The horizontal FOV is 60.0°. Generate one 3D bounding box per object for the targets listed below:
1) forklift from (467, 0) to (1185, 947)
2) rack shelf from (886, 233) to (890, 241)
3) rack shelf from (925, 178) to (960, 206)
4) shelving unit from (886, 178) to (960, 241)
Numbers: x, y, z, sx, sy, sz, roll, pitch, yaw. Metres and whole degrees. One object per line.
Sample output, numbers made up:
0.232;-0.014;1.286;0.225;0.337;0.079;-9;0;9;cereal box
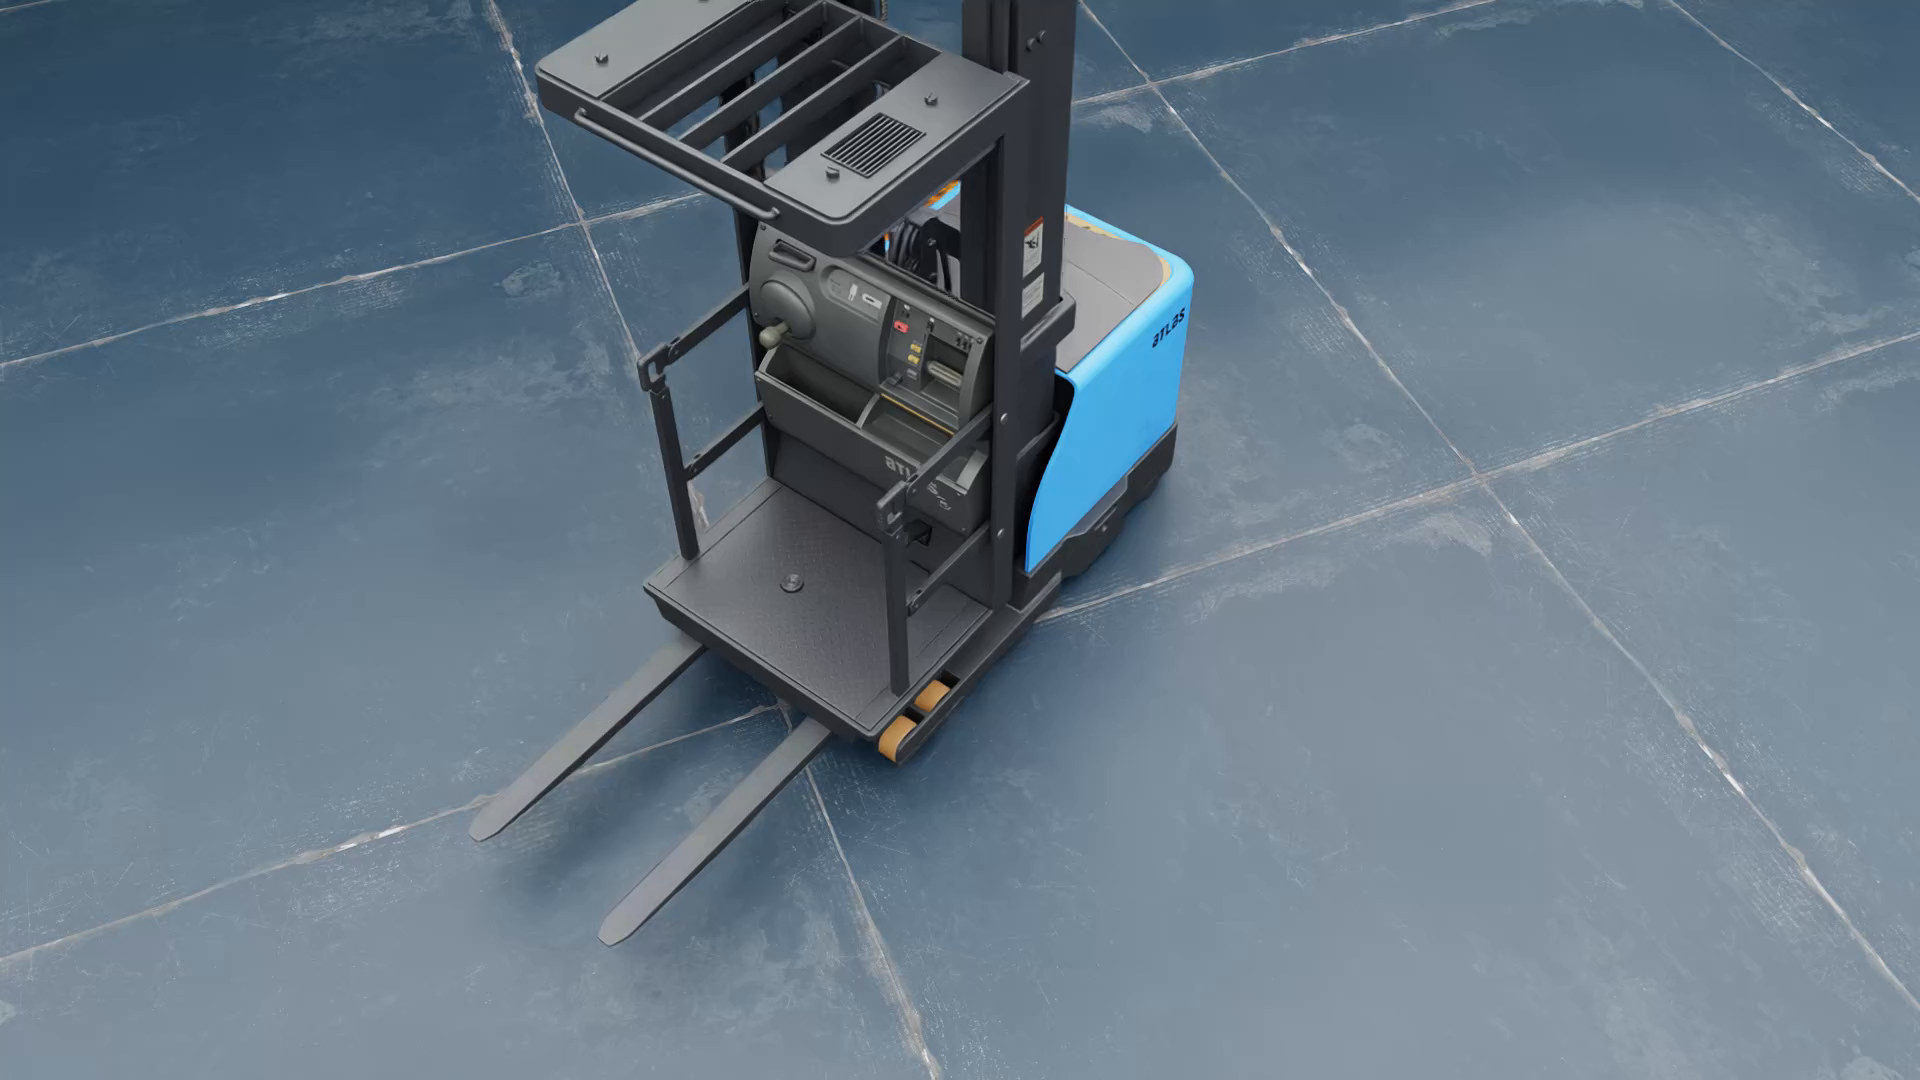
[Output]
-0.435;-0.600;5.174;1.121;2.935;3.031;31;56;24;forklift
-0.216;-1.200;6.919;0.480;0.148;0.258;-9;50;-7;rack shelf
-0.216;-1.345;6.749;0.480;0.148;0.258;-9;50;-7;rack shelf
-0.218;-1.243;6.867;0.499;1.200;0.258;-9;50;-7;shelving unit
